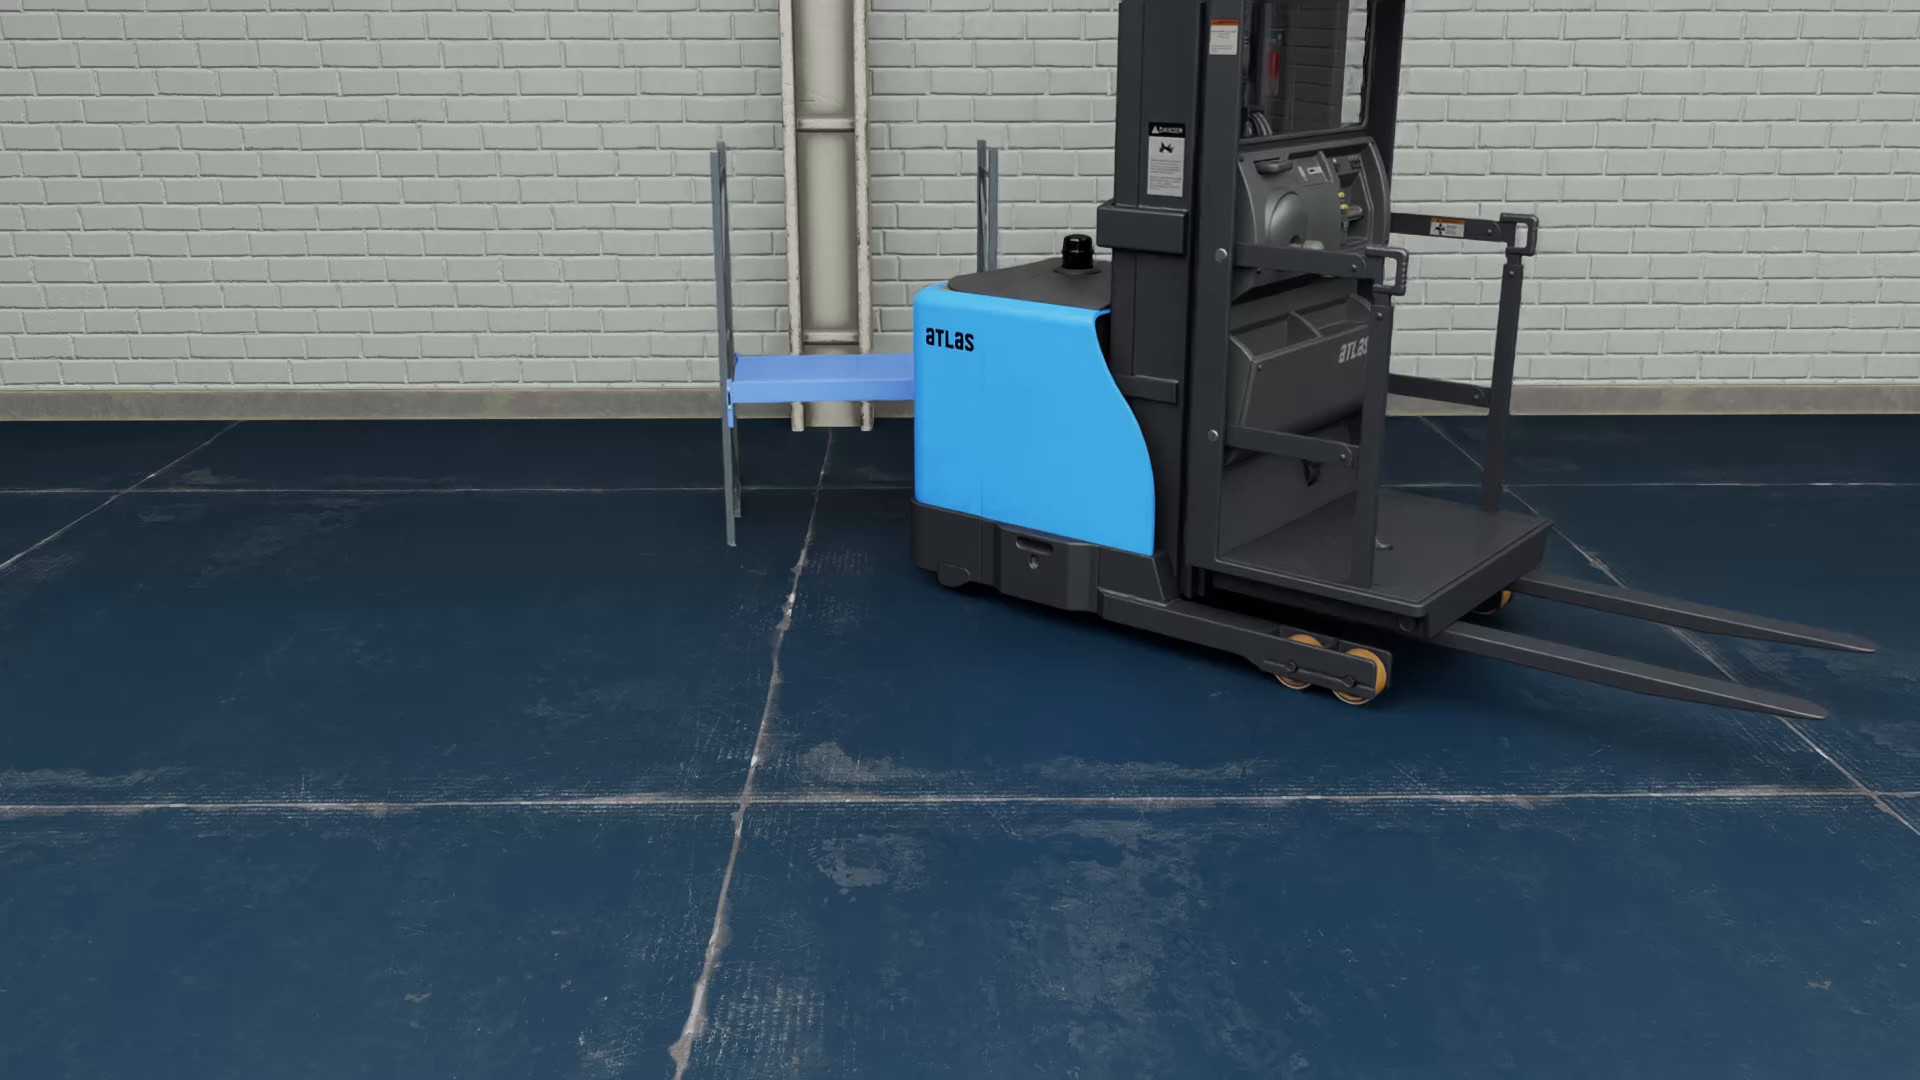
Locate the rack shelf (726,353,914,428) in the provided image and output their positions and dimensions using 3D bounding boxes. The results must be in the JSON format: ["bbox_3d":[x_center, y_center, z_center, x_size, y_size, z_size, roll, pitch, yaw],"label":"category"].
[{"bbox_3d":[-0.403,-0.605,6.569,1.000,0.185,0.538,-1,18,-5],"label":"rack shelf"}]

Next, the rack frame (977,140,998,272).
[{"bbox_3d":[0.104,-0.790,6.554,0.032,1.500,0.500,-1,18,-5],"label":"rack frame"}]

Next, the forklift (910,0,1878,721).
[{"bbox_3d":[1.289,-1.082,5.123,3.031,2.935,1.130,14,22,36],"label":"forklift"}]

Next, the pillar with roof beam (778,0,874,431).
[{"bbox_3d":[-0.568,-3.557,2.904,0.400,9.000,9.100,0,18,-1],"label":"pillar with roof beam"}]

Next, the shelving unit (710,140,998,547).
[{"bbox_3d":[-0.403,-0.777,6.514,1.048,1.500,0.538,-1,18,-5],"label":"shelving unit"}]

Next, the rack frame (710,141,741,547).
[{"bbox_3d":[-0.909,-0.764,6.474,0.032,1.500,0.500,-1,18,-5],"label":"rack frame"}]
